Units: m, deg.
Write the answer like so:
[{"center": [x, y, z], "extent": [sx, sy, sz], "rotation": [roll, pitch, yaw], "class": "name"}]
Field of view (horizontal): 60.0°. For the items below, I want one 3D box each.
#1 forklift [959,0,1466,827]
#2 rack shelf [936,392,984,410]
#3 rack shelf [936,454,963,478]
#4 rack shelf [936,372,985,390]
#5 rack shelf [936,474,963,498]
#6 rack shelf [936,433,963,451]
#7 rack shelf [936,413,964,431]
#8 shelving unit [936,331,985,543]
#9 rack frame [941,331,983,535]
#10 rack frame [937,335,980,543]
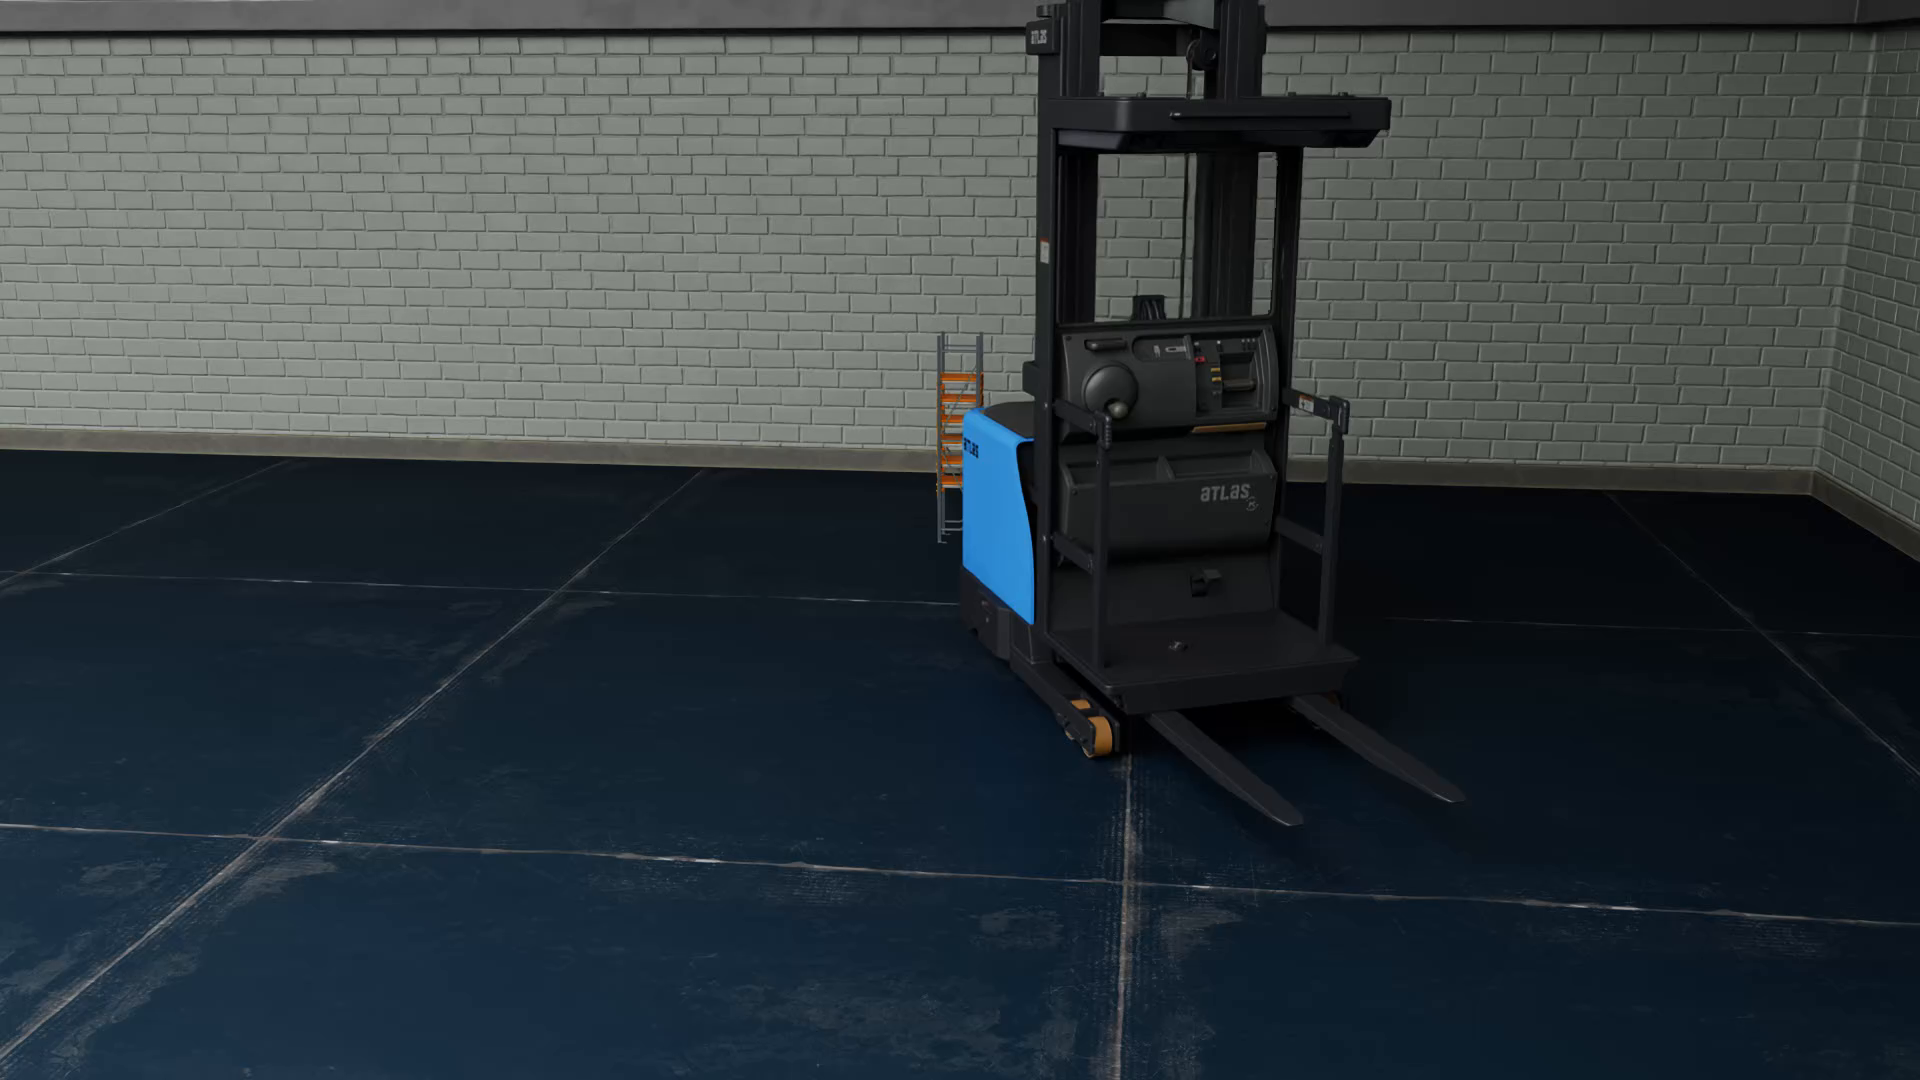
[{"center": [0.926, -0.677, 6.552], "extent": [1.130, 2.935, 3.031], "rotation": [-5, 16, -17], "class": "forklift"}, {"center": [0.002, -0.772, 9.468], "extent": [0.258, 0.103, 0.180], "rotation": [2, 15, 6], "class": "rack shelf"}, {"center": [0.002, -0.424, 9.562], "extent": [0.258, 0.103, 0.180], "rotation": [2, 15, 6], "class": "rack shelf"}, {"center": [0.002, -0.888, 9.437], "extent": [0.258, 0.103, 0.180], "rotation": [2, 15, 6], "class": "rack shelf"}, {"center": [0.002, -0.308, 9.594], "extent": [0.258, 0.103, 0.180], "rotation": [2, 15, 6], "class": "rack shelf"}, {"center": [0.002, -0.540, 9.531], "extent": [0.258, 0.103, 0.180], "rotation": [2, 15, 6], "class": "rack shelf"}, {"center": [0.002, -0.656, 9.500], "extent": [0.258, 0.103, 0.180], "rotation": [2, 15, 6], "class": "rack shelf"}, {"center": [0.002, -0.583, 9.519], "extent": [0.258, 1.200, 0.189], "rotation": [2, 15, 6], "class": "shelving unit"}, {"center": [0.012, -0.607, 9.607], "extent": [0.240, 1.200, 0.006], "rotation": [2, 15, 6], "class": "rack frame"}, {"center": [-0.009, -0.559, 9.432], "extent": [0.240, 1.200, 0.006], "rotation": [2, 15, 6], "class": "rack frame"}]
